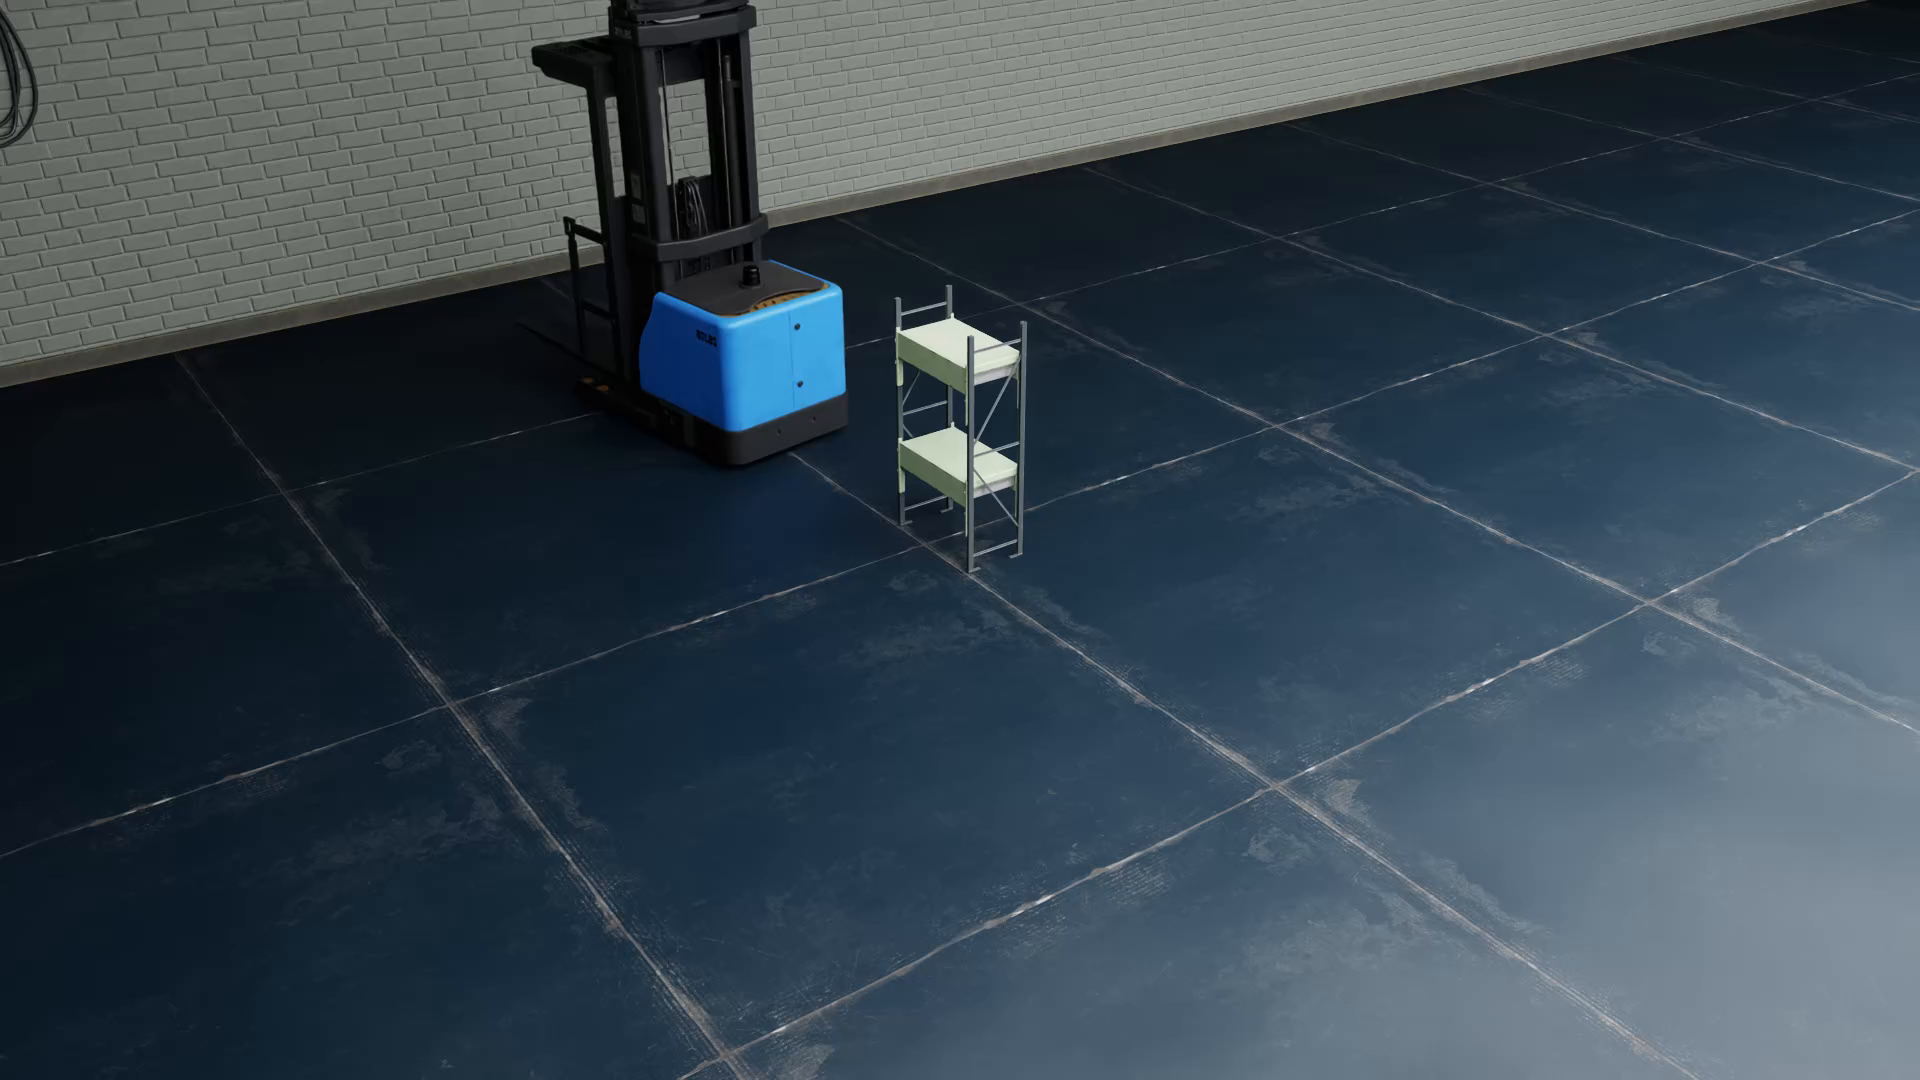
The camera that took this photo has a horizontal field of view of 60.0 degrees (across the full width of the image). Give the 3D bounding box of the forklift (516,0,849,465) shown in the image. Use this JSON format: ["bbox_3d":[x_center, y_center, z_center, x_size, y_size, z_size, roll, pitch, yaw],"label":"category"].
[{"bbox_3d":[-2.161,-2.391,11.581,1.130,2.935,3.031,-25,37,-38],"label":"forklift"}]

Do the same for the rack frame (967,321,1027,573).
[{"bbox_3d":[0.208,-0.519,9.635,0.400,1.500,0.023,-19,34,-31],"label":"rack frame"}]

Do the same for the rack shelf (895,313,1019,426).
[{"bbox_3d":[-0.004,-1.005,9.711,0.431,0.370,0.720,-19,34,-31],"label":"rack shelf"}]

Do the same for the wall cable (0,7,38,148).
[{"bbox_3d":[-7.736,-3.489,10.499,3.097,2.526,0.112,-19,34,-31],"label":"wall cable"}]

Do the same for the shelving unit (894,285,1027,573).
[{"bbox_3d":[-0.004,-0.662,9.897,0.431,1.500,0.755,-19,34,-31],"label":"shelving unit"}]

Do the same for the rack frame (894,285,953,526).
[{"bbox_3d":[-0.216,-0.804,10.159,0.400,1.500,0.023,-19,34,-31],"label":"rack frame"}]

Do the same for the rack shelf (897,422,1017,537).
[{"bbox_3d":[-0.004,-0.375,10.052,0.431,0.370,0.720,-19,34,-31],"label":"rack shelf"}]
